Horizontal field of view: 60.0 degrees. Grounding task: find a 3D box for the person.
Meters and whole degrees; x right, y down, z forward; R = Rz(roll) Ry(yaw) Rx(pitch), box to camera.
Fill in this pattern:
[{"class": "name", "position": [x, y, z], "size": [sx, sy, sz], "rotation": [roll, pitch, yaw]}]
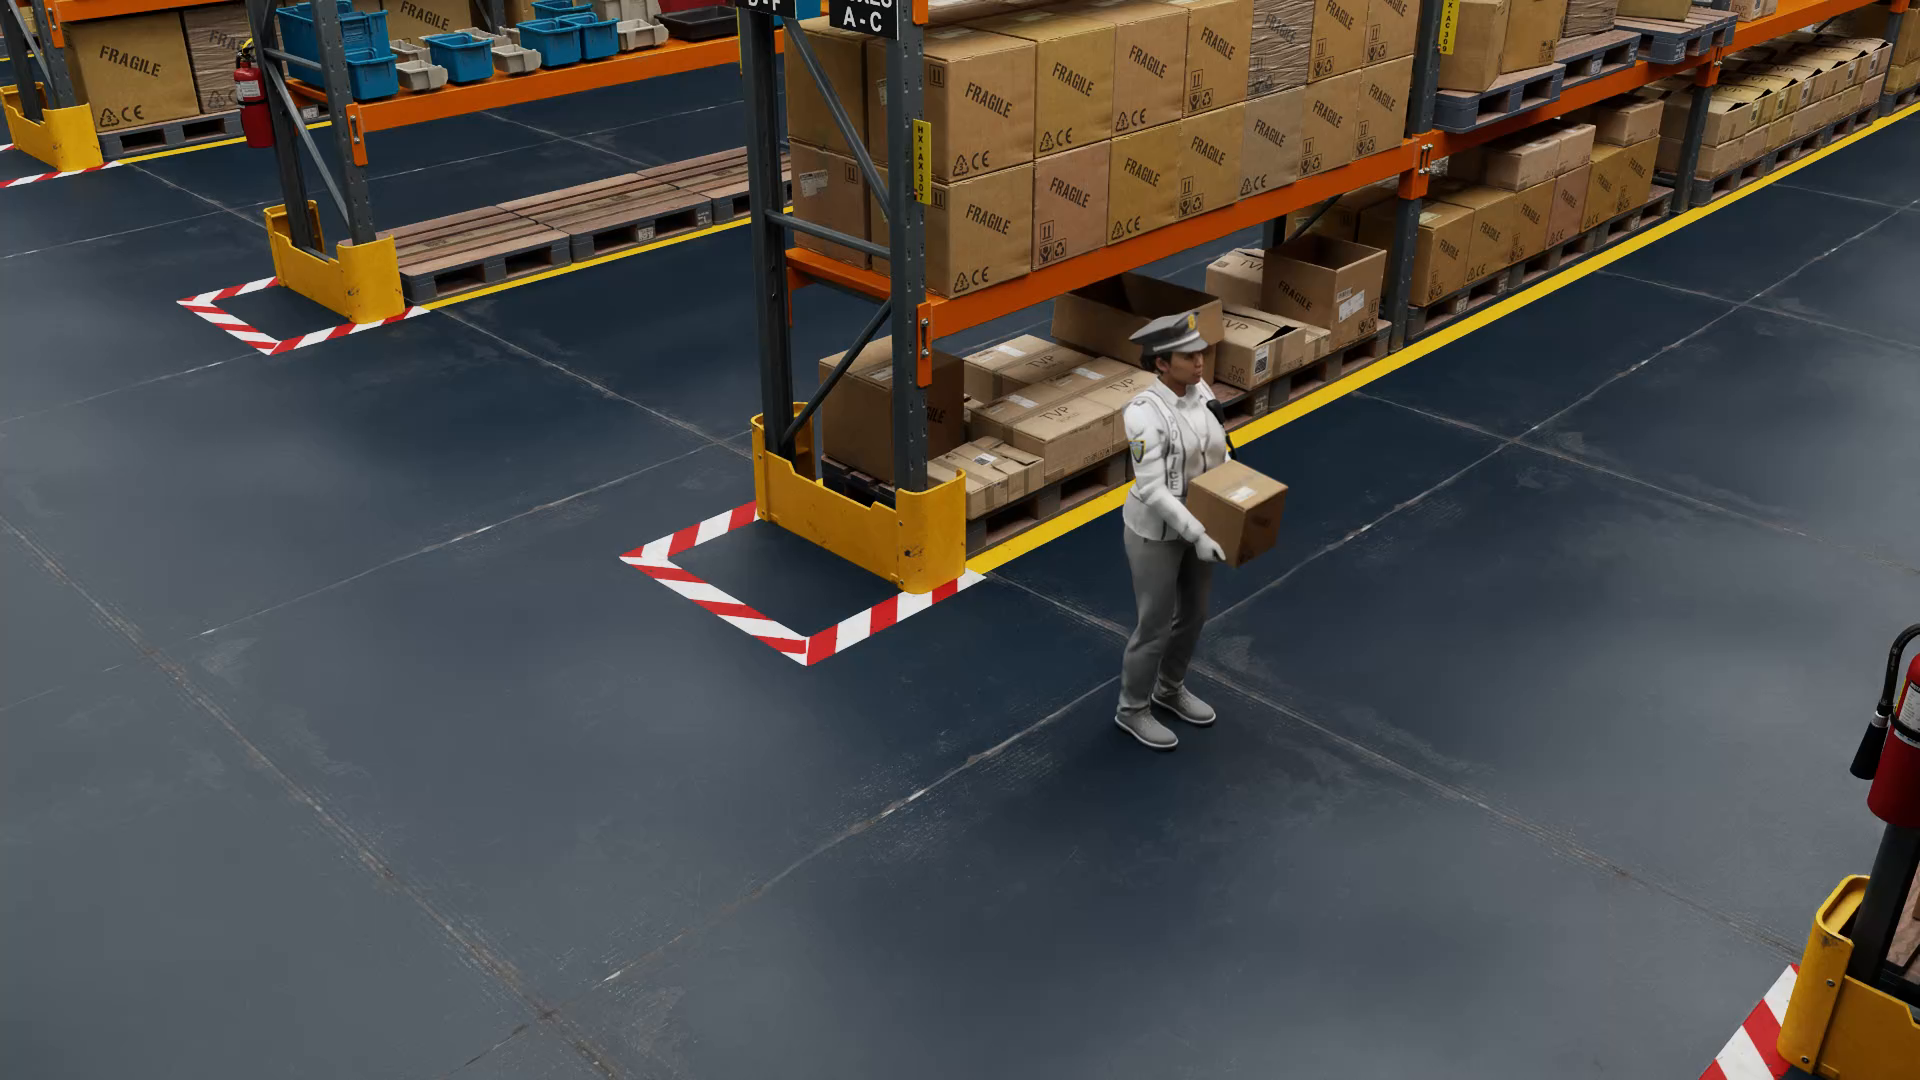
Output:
[{"class": "person", "position": [0.830, -0.016, 6.123], "size": [0.556, 1.686, 0.454], "rotation": [25, 37, 38]}]
